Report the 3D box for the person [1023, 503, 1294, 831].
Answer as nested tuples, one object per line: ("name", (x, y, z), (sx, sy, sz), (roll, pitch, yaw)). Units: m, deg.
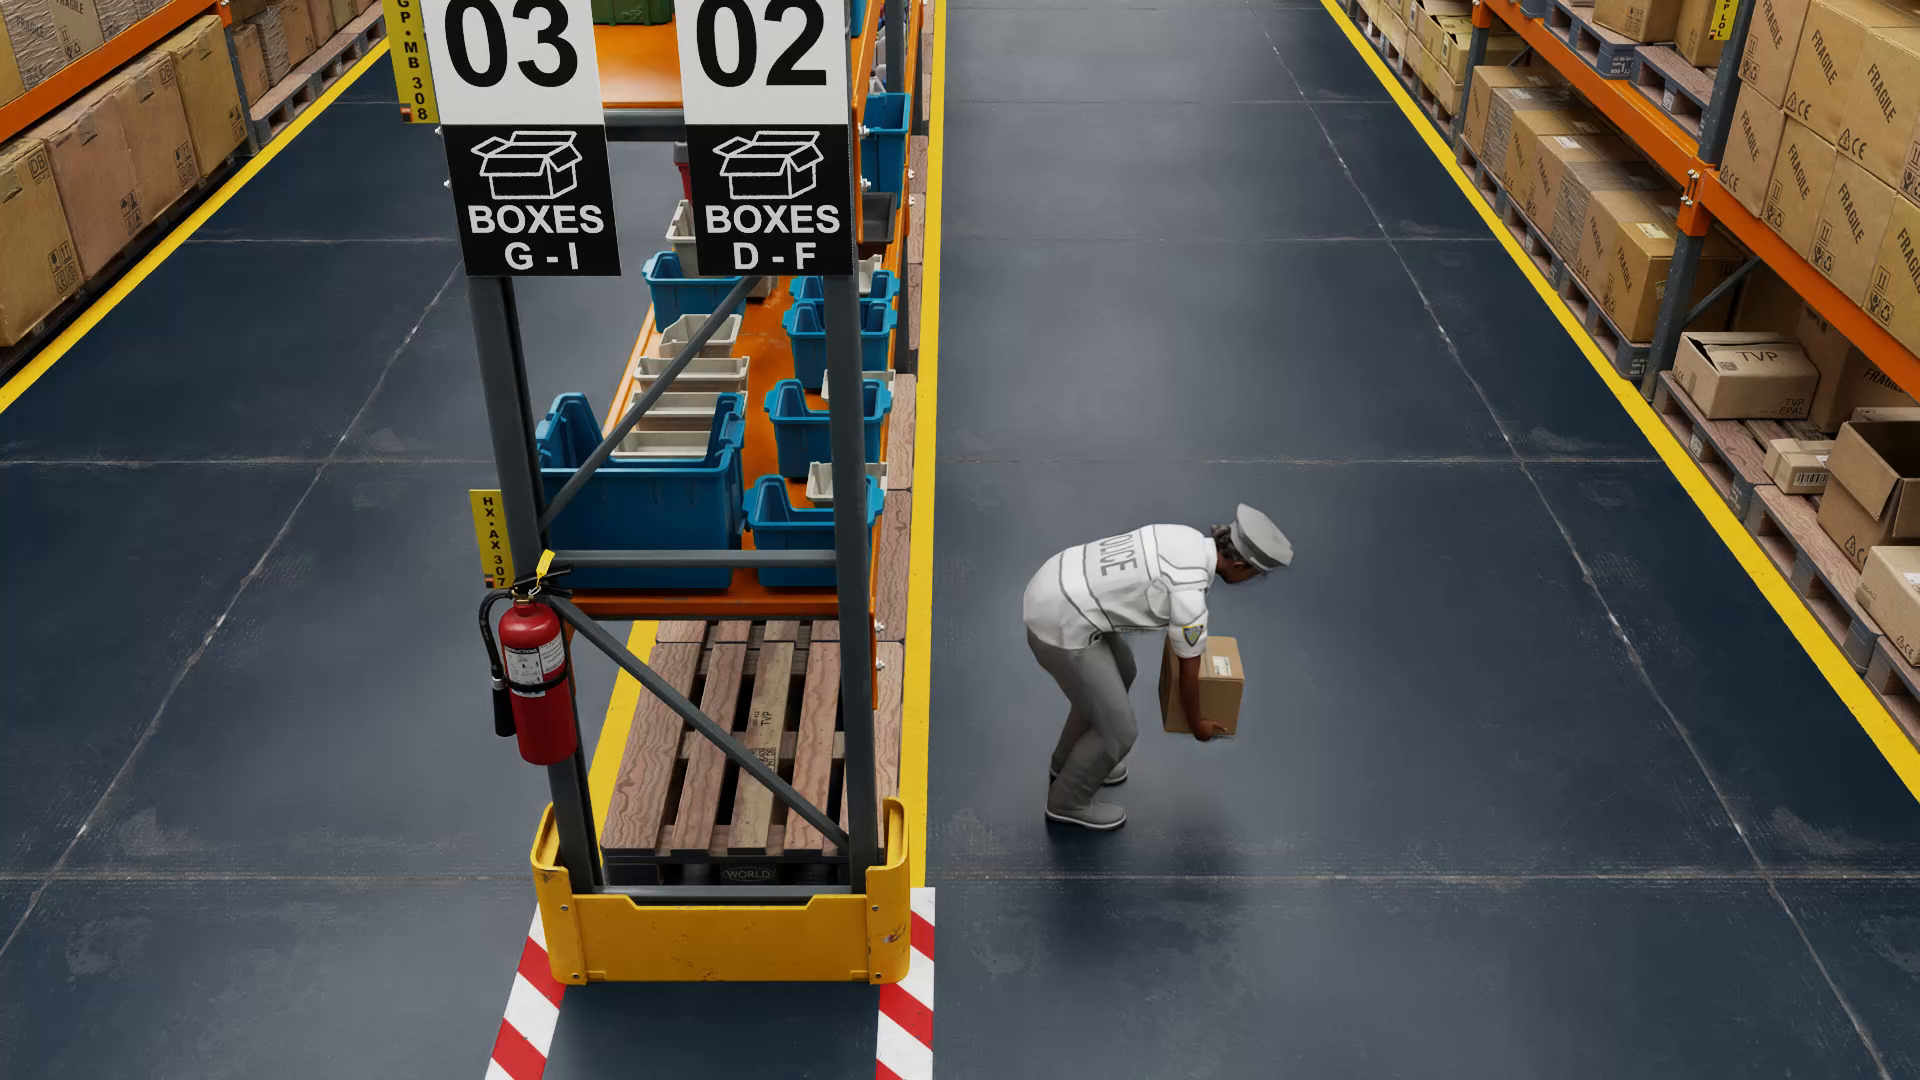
("person", (0.669, 0.438, 5.848), (0.907, 1.236, 0.433), (2, 32, 3))
